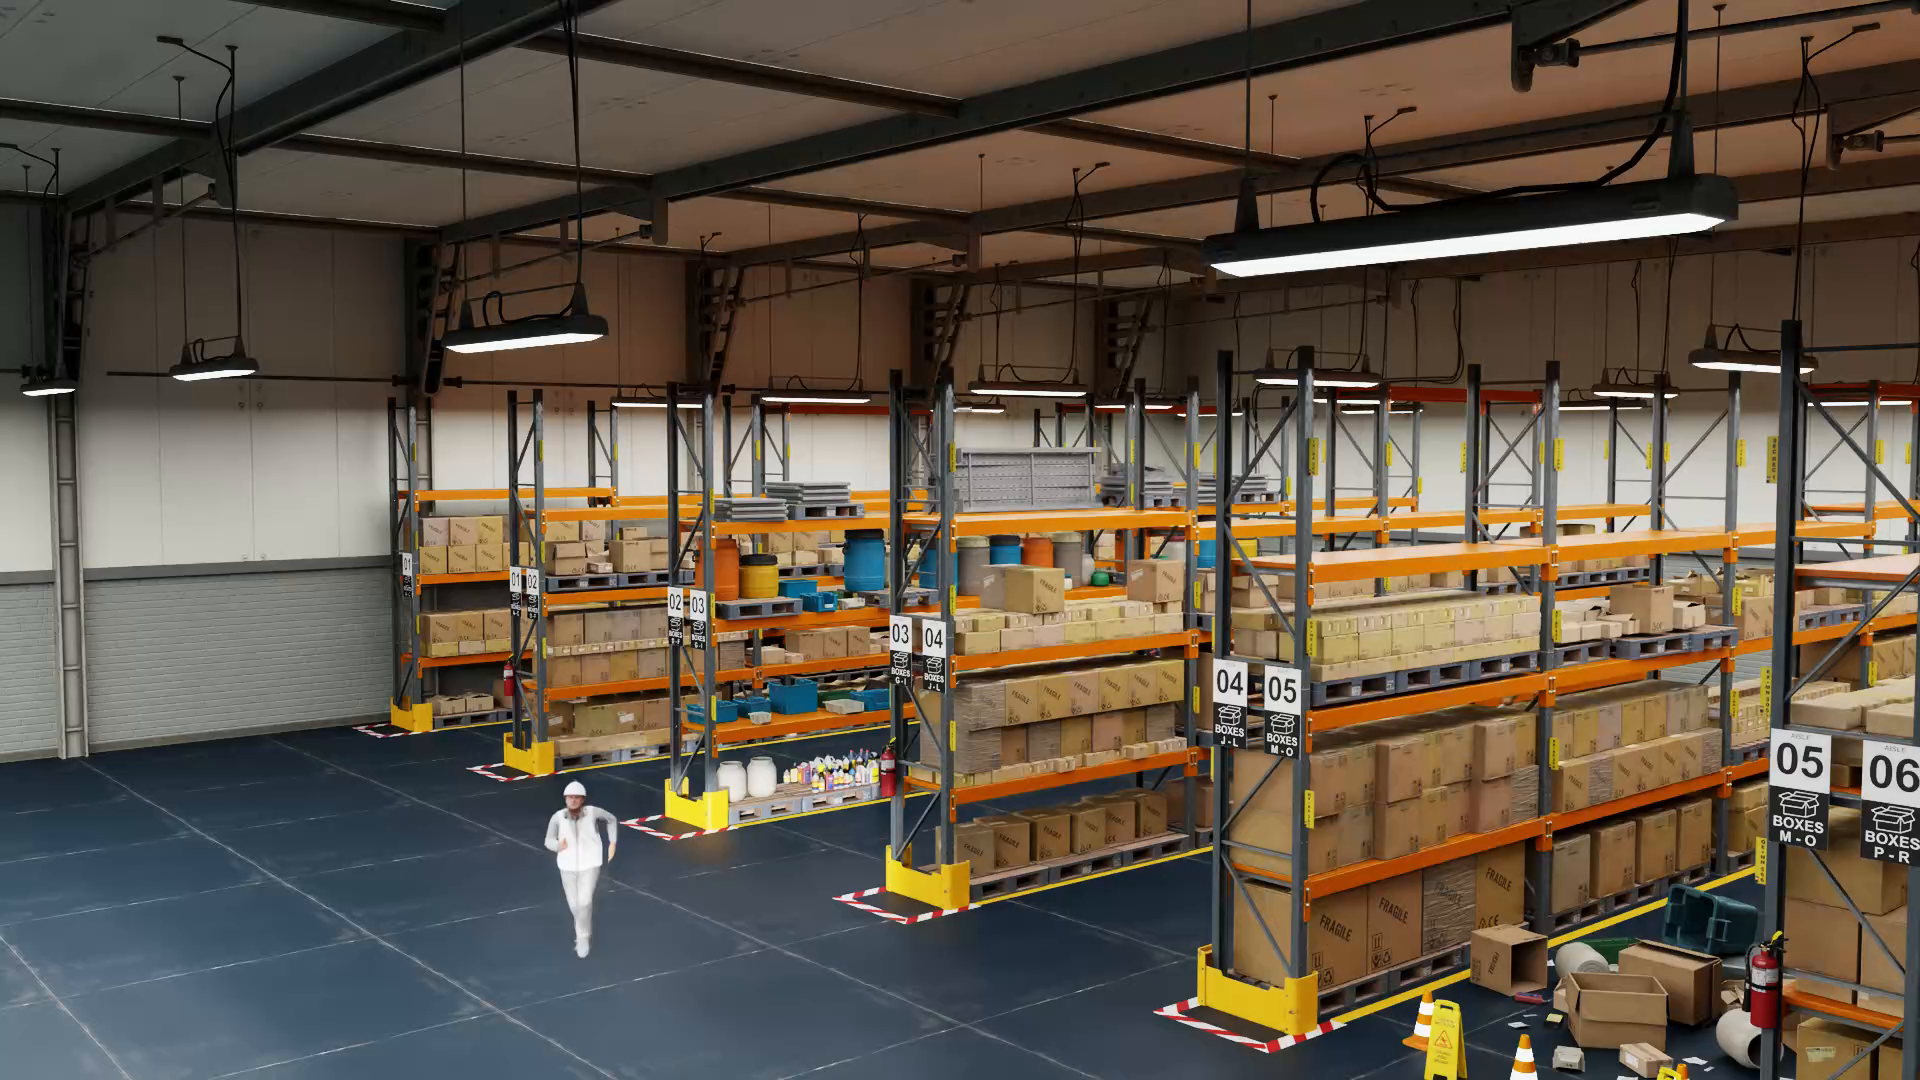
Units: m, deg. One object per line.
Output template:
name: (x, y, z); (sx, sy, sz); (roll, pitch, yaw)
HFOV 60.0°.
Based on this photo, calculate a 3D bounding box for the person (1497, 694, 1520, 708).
person: (7.921, 2.933, 23.880); (0.965, 1.690, 0.638); (-3, 4, -41)

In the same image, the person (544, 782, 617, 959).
person: (-3.830, 3.301, 16.777); (0.681, 1.773, 0.813); (0, 3, -4)
